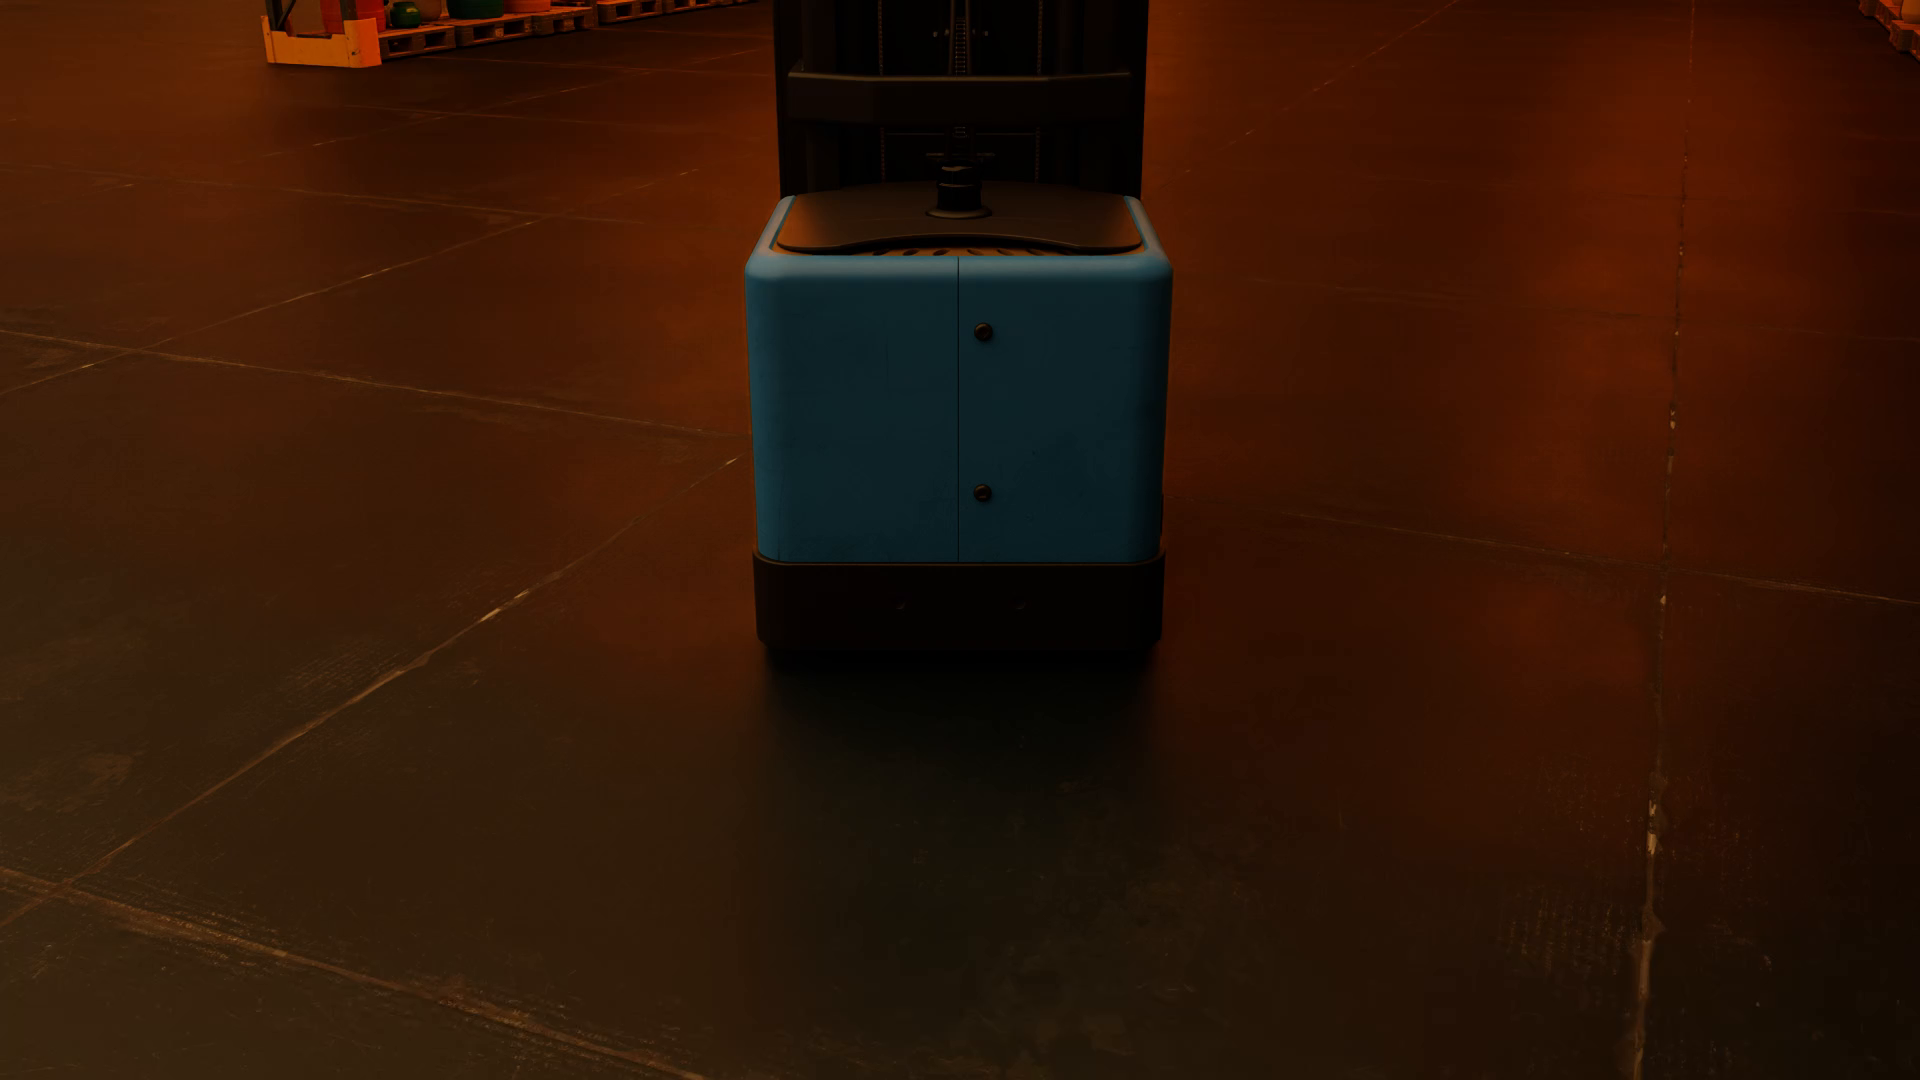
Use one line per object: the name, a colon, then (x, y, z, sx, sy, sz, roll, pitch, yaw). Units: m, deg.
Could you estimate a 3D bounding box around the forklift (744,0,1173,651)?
forklift: (0.002, -1.587, 5.089, 1.130, 2.935, 3.031, 0, 23, 0)
